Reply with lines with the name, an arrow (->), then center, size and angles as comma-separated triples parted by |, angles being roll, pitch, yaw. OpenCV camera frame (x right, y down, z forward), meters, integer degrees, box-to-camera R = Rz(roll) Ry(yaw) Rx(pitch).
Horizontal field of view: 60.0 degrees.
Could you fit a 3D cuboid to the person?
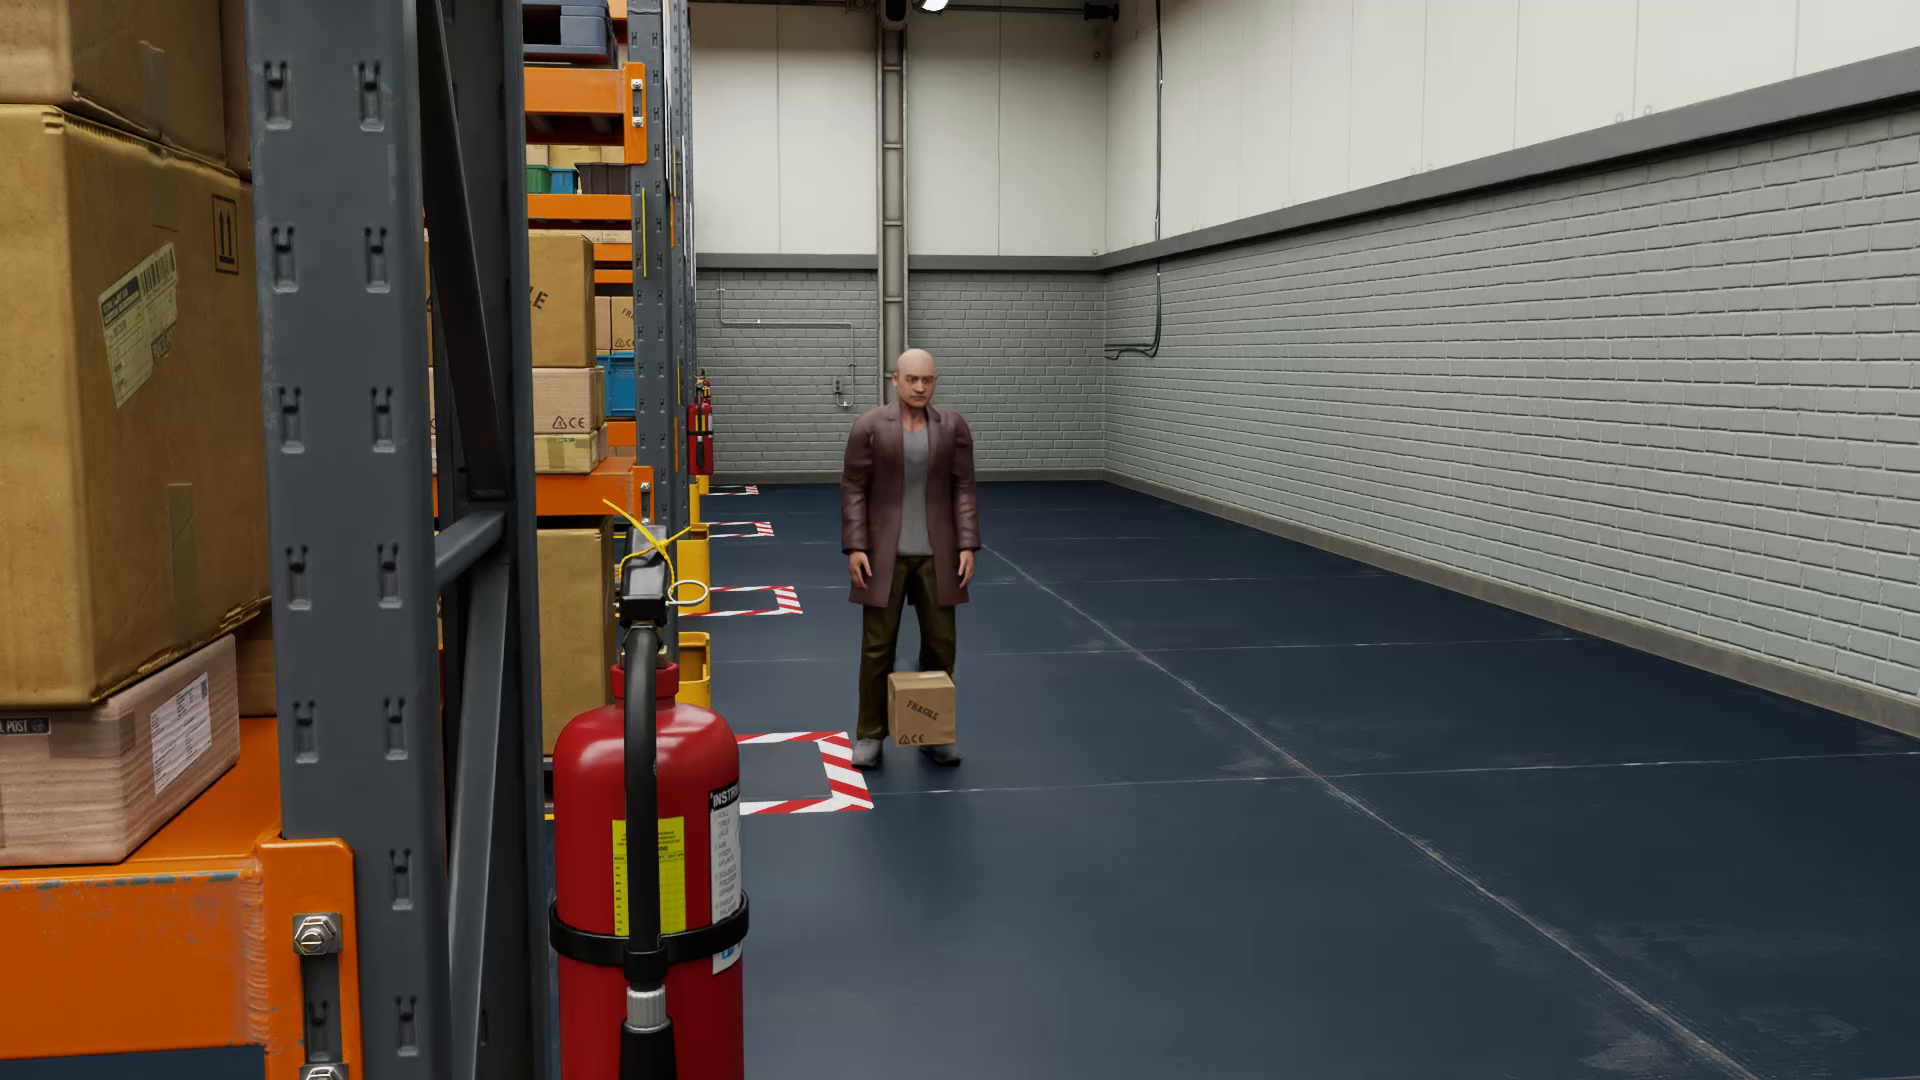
person -> -0.211, 0.068, 7.166 | 0.607, 1.774, 0.425 | -1, 6, -11
